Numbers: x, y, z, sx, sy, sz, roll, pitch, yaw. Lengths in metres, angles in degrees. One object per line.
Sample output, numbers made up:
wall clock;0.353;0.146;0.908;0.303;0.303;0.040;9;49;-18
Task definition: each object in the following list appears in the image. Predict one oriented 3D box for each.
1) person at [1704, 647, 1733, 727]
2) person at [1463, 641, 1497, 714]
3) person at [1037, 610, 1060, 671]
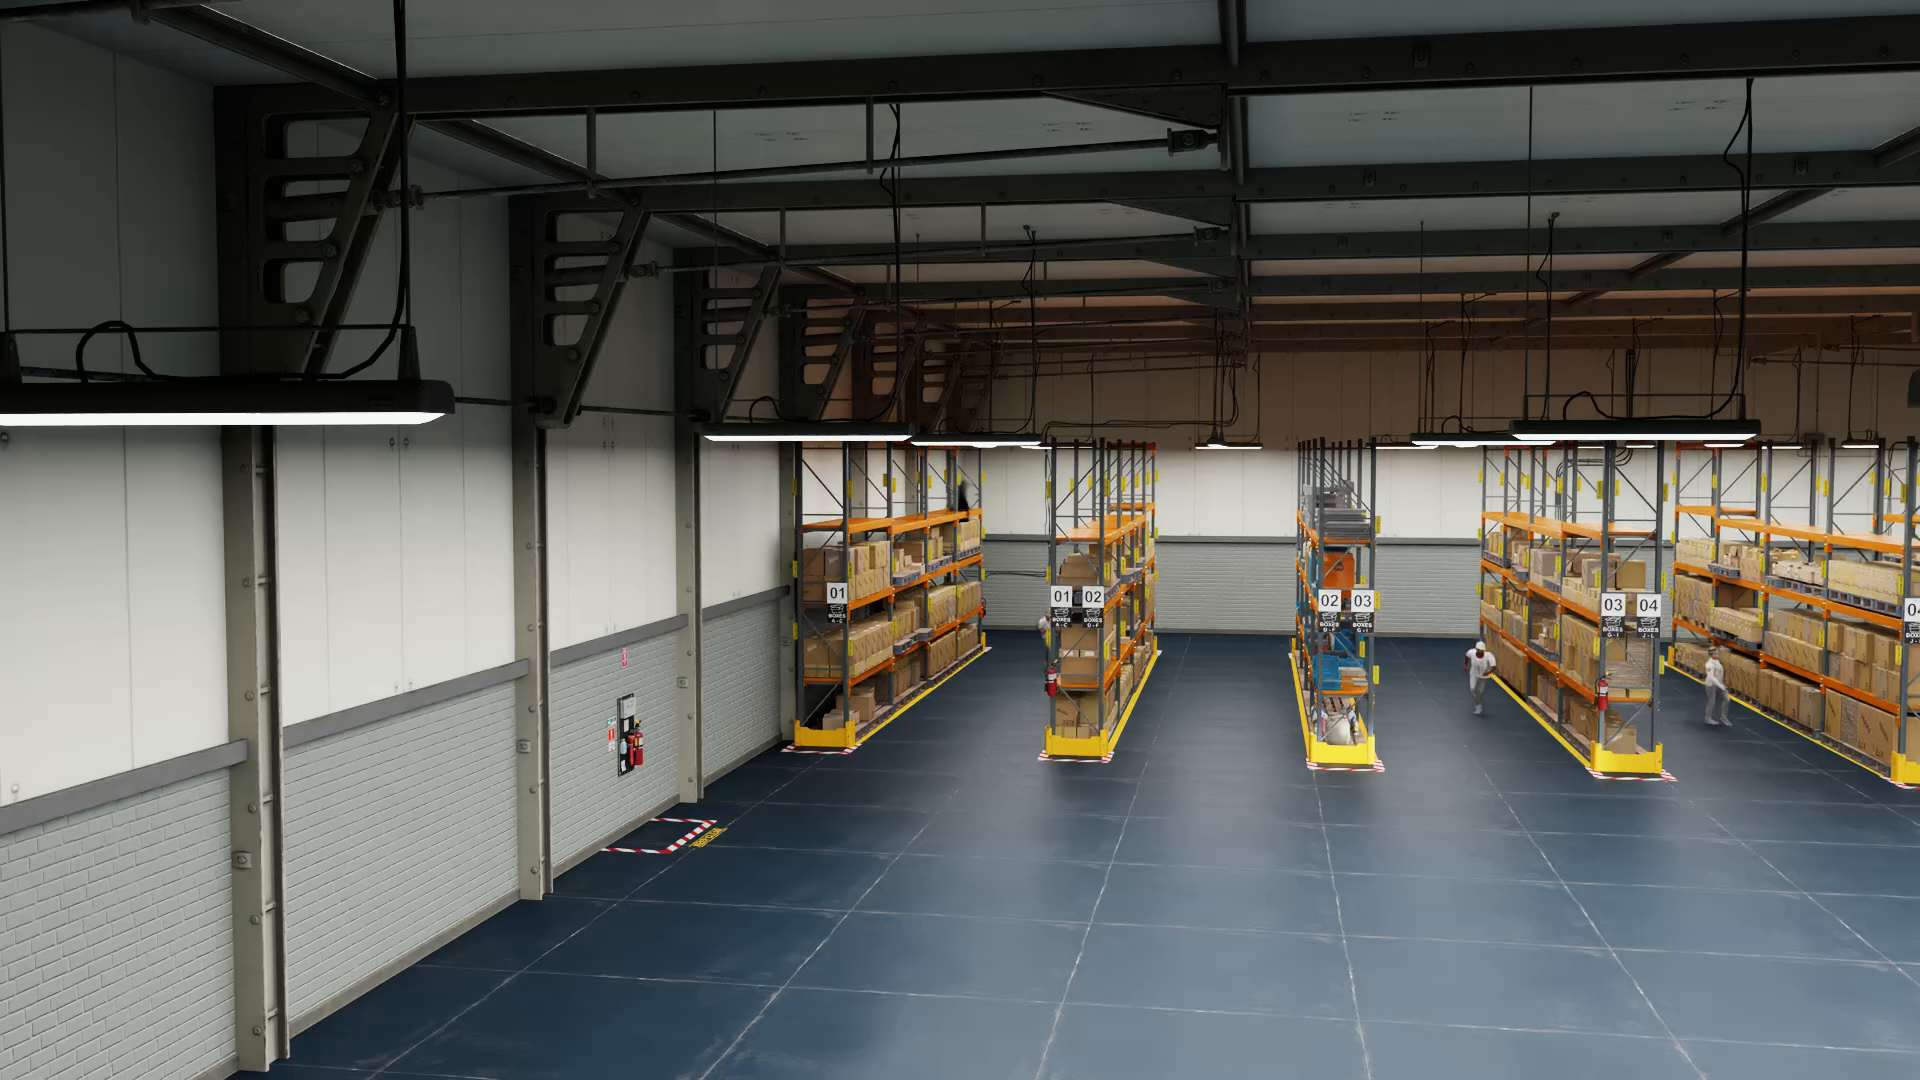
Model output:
person;15.745;3.057;34.644;0.621;1.678;0.598;-2;3;-28
person;11.403;2.974;36.458;0.715;1.594;1.080;1;3;21
person;2.356;2.632;44.003;0.619;1.628;0.980;0;3;2
